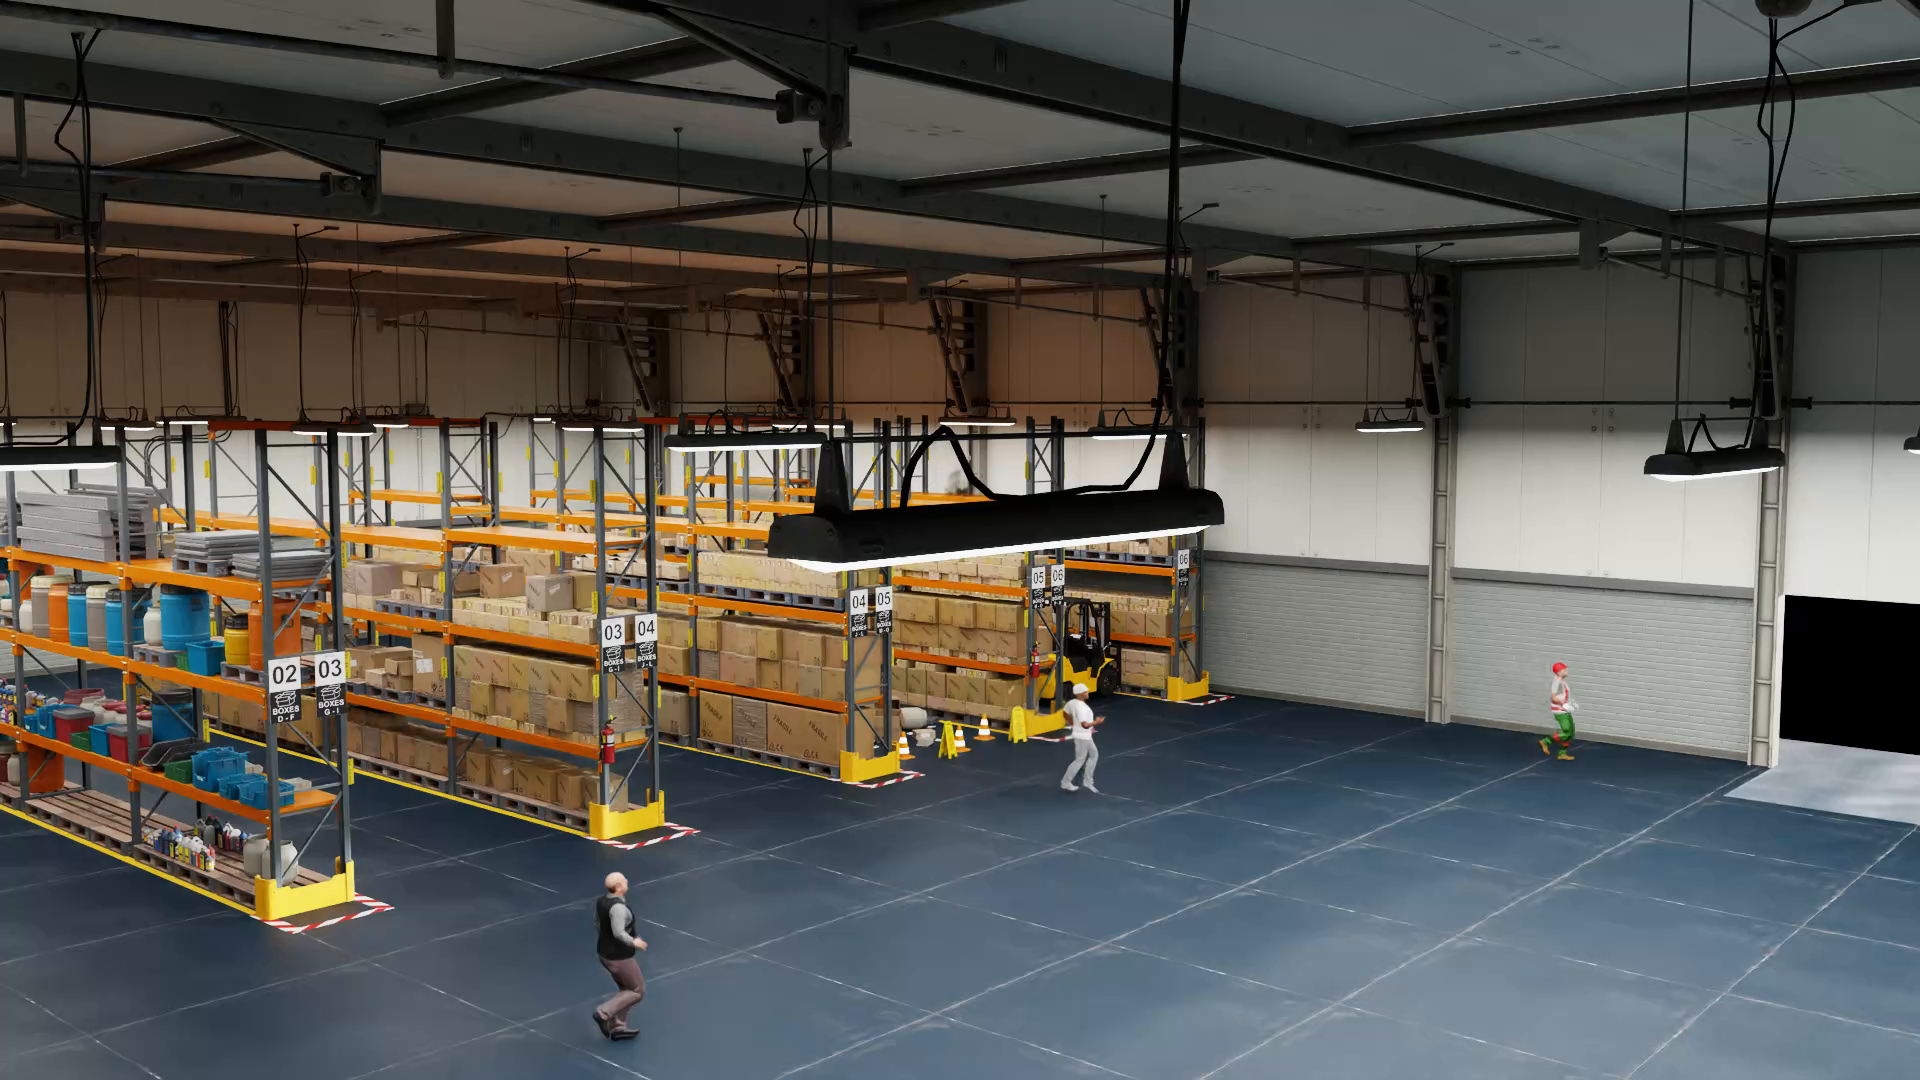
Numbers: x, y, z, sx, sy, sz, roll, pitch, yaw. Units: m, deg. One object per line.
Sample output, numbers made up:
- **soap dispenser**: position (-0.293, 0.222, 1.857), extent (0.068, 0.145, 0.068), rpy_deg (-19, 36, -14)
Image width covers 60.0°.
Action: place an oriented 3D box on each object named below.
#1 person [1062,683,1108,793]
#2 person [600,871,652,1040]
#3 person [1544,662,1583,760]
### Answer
- **person**: position (2.014, 3.211, 26.858), extent (0.738, 1.823, 0.677), rpy_deg (0, 5, -1)
- **person**: position (-3.342, 4.116, 16.527), extent (0.577, 1.676, 0.640), rpy_deg (-3, 6, -34)
- **person**: position (10.654, 3.025, 29.337), extent (0.614, 1.738, 0.652), rpy_deg (2, 5, 23)
